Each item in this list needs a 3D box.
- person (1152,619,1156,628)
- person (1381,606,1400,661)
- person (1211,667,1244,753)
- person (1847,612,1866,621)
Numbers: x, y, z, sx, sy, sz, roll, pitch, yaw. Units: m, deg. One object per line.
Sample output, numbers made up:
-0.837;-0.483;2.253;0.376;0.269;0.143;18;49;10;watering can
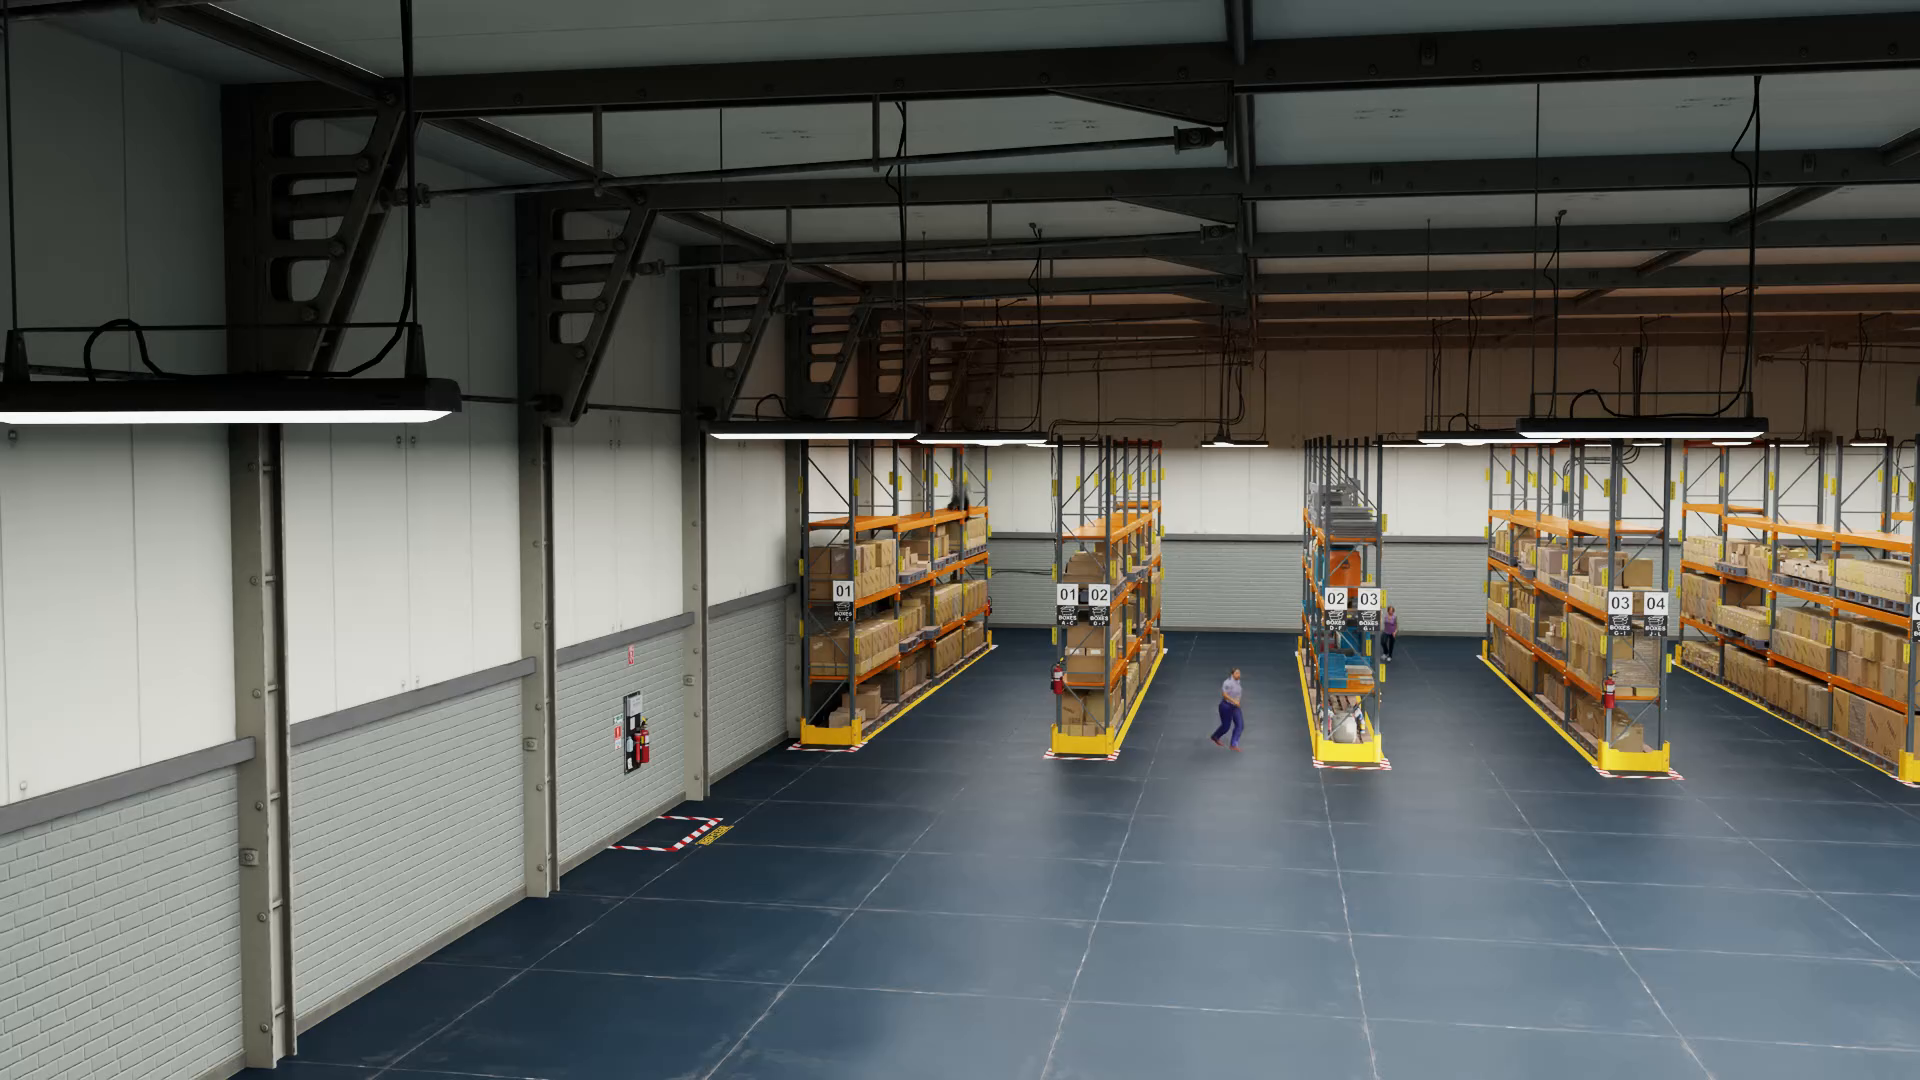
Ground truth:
5.514;2.242;48.628;0.702;1.734;0.573;-1;3;-26;person
11.618;2.532;44.845;0.512;1.541;0.692;2;3;27;person
5.068;3.209;31.648;0.583;1.634;0.784;-3;4;-41;person
24.673;2.406;45.693;0.872;1.684;0.589;0;3;-1;person
